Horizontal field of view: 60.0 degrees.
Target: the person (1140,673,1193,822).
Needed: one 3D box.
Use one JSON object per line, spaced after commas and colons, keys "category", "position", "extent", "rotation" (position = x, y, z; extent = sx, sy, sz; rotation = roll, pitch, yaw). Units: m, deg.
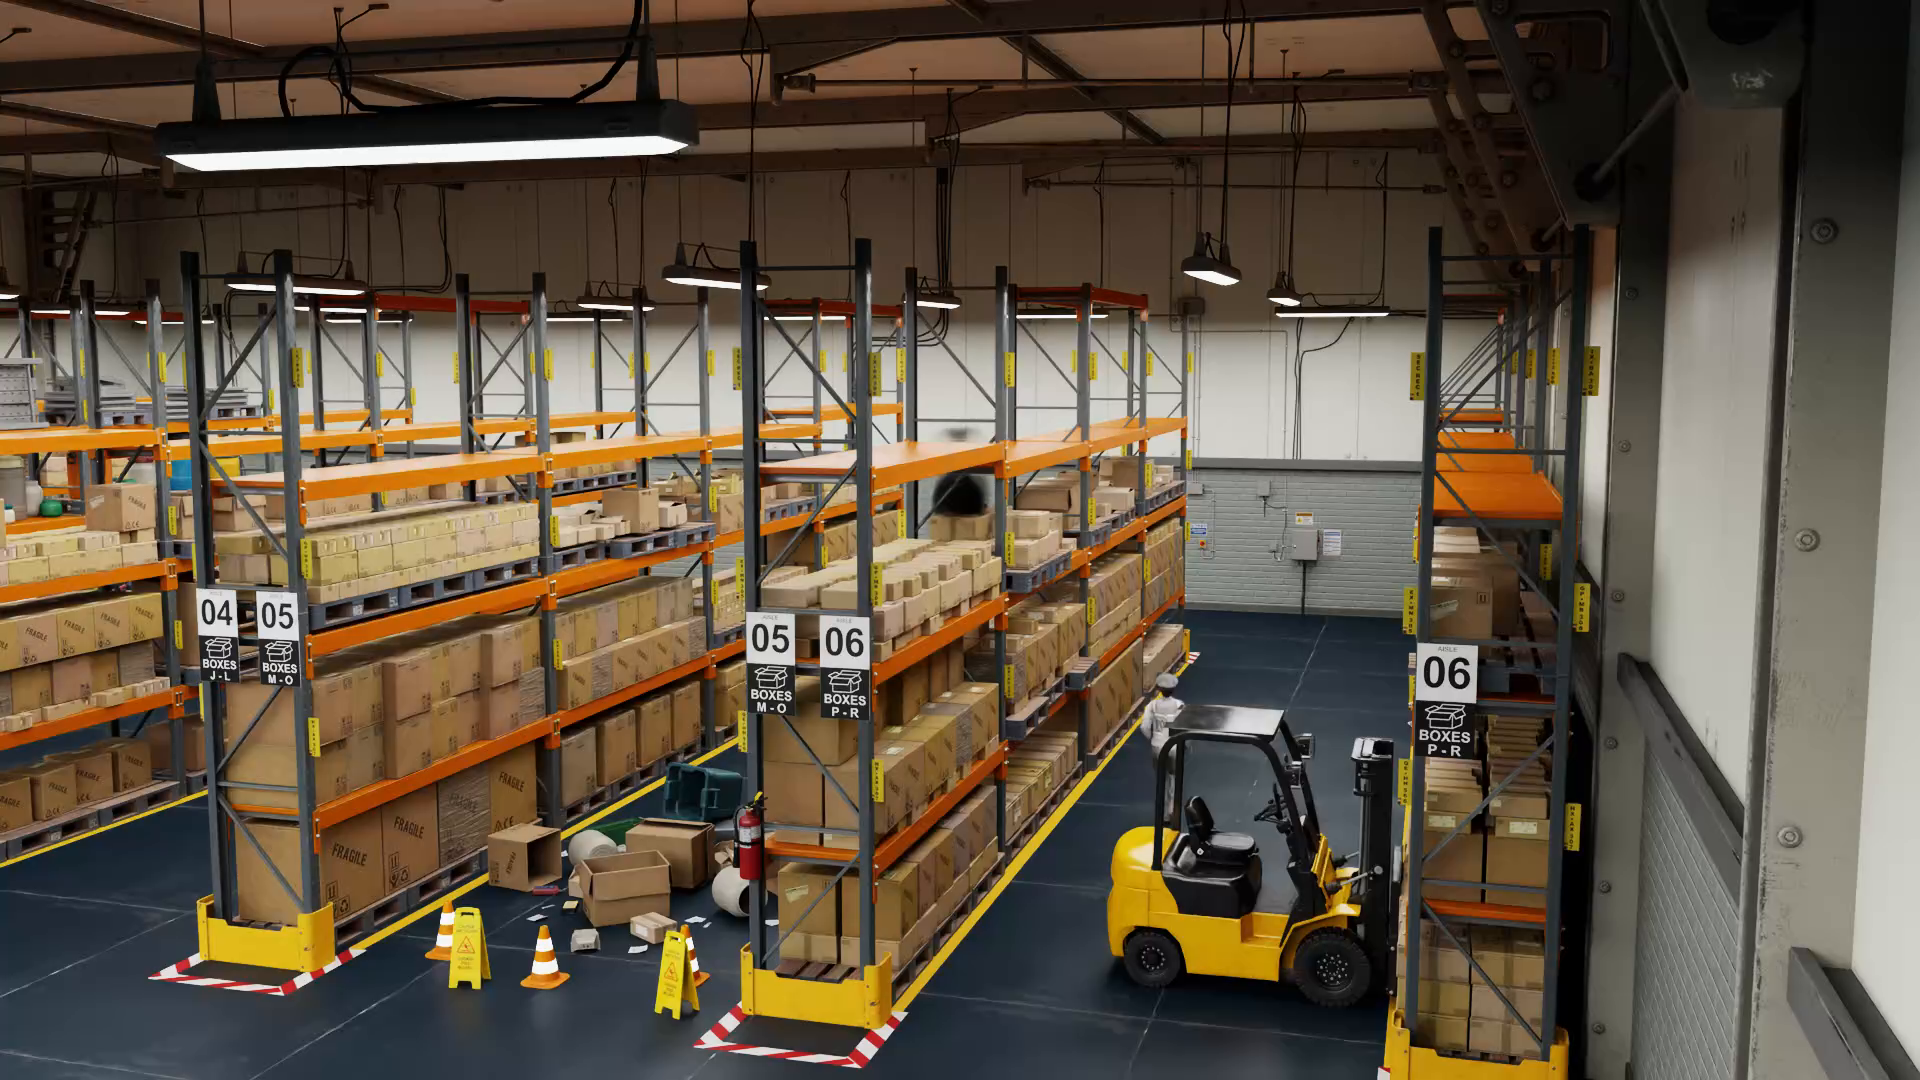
{"category": "person", "position": [2.302, 2.300, 18.451], "extent": [0.609, 1.644, 0.544], "rotation": [1, 6, 9]}
